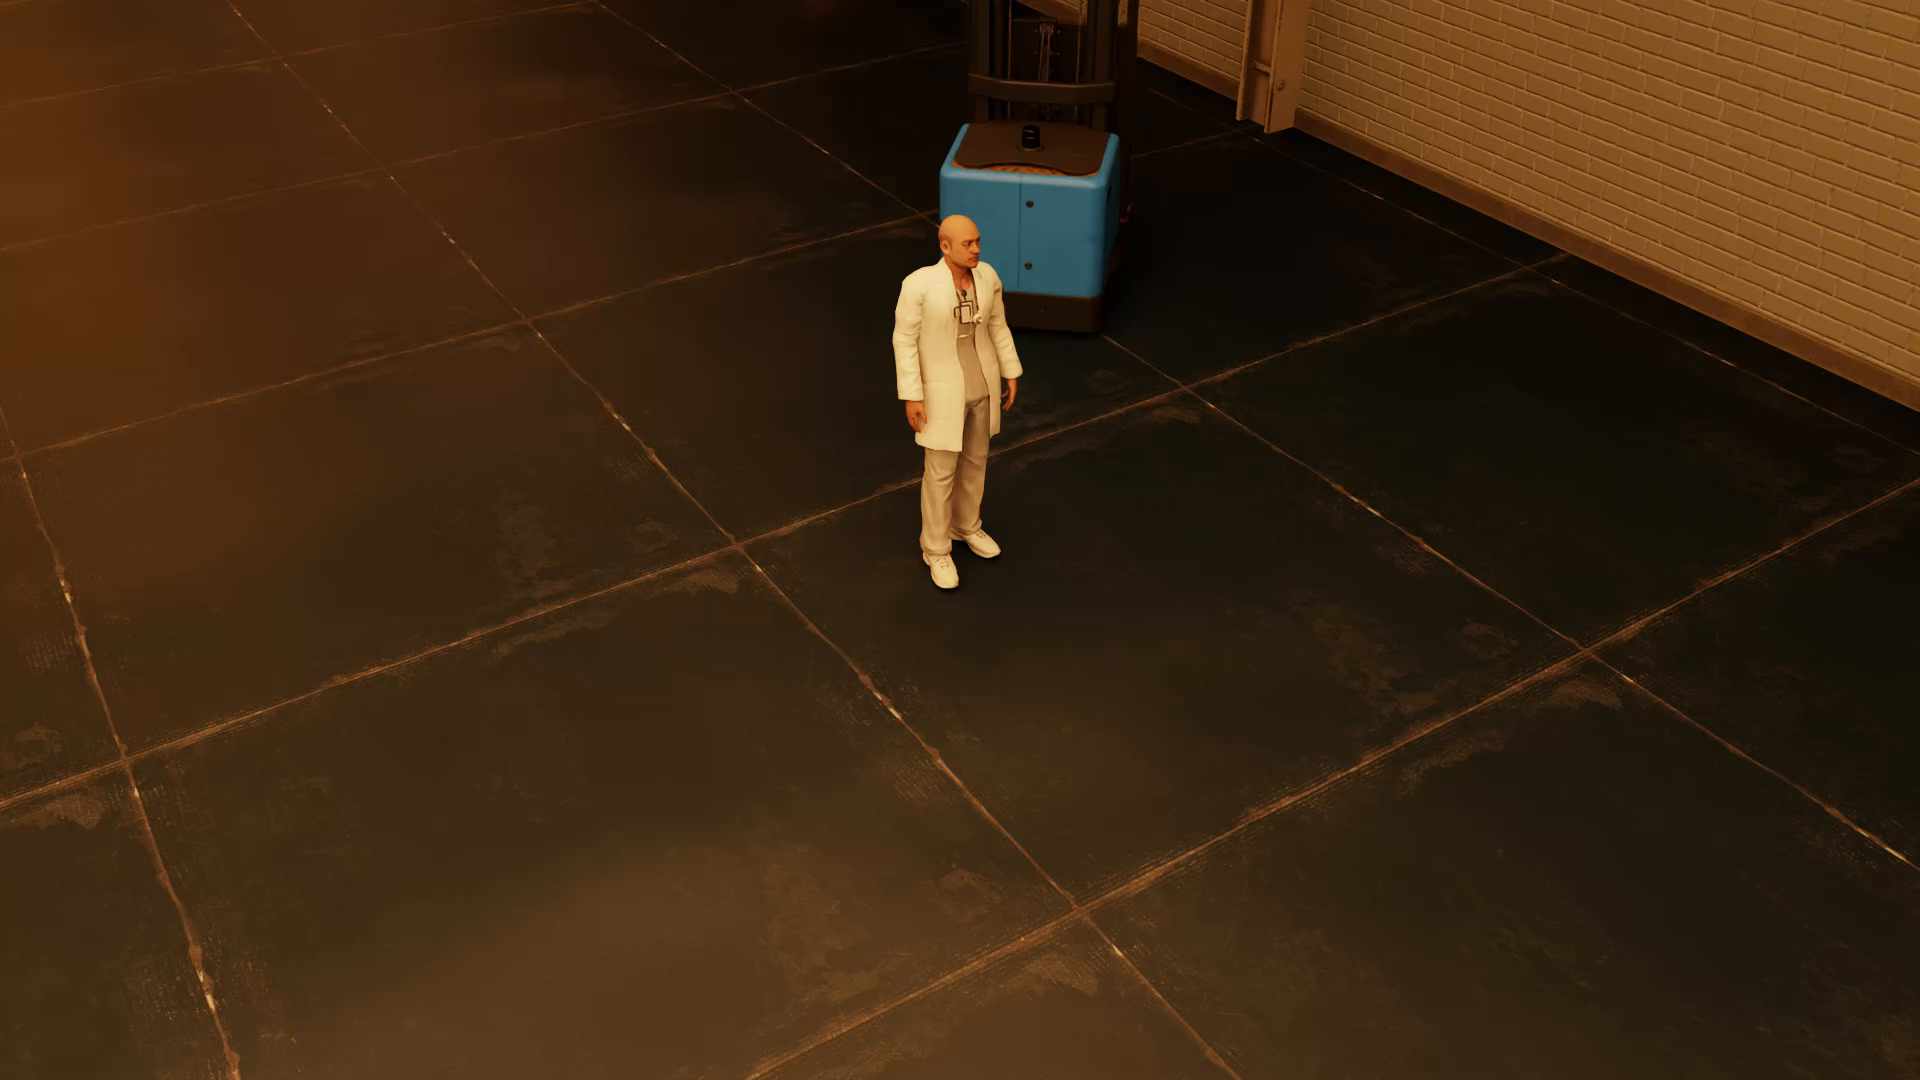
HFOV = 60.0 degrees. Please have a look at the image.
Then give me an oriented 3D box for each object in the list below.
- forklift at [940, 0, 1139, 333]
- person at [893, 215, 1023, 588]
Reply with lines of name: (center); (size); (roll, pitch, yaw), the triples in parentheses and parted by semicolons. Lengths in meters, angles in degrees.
forklift: (0.635, -3.337, 10.897); (1.130, 2.935, 3.031); (6, 36, 9)
person: (0.047, -0.688, 8.117); (0.698, 1.778, 0.578); (-21, 40, -27)
